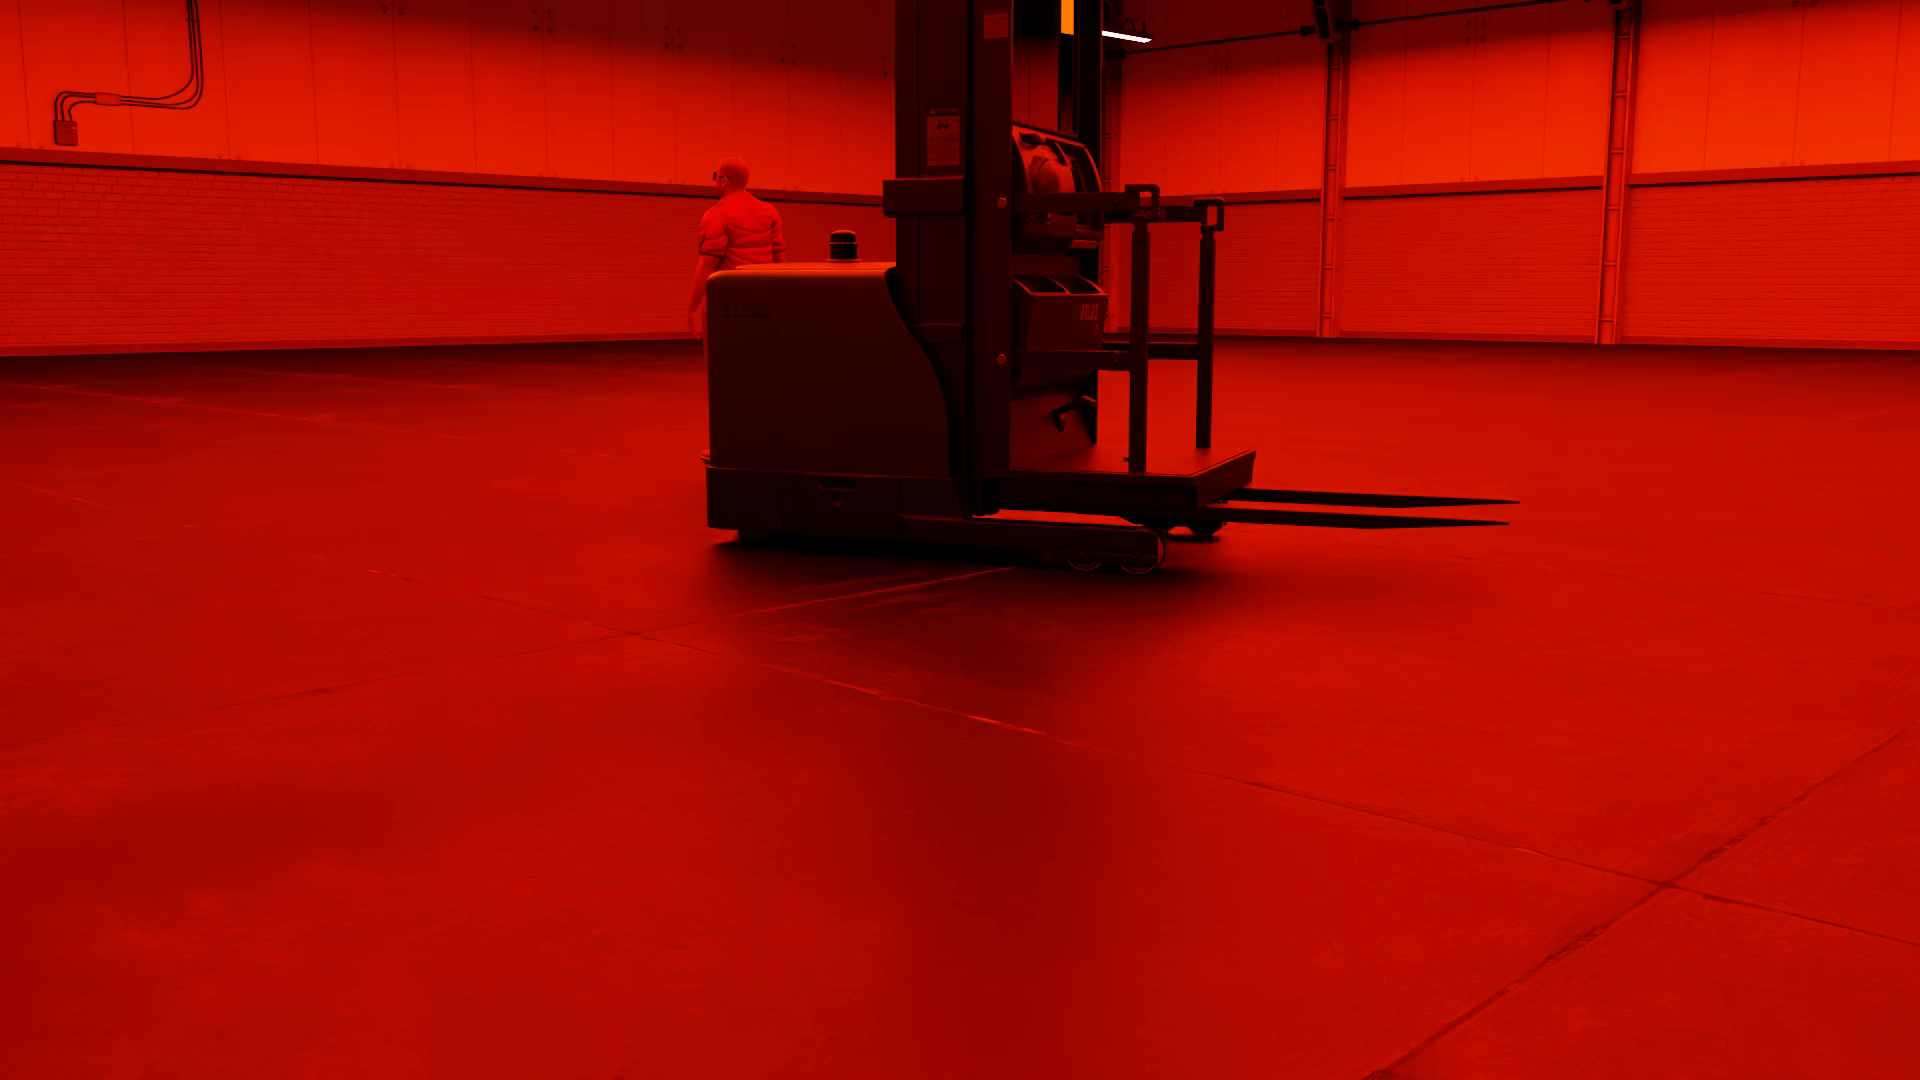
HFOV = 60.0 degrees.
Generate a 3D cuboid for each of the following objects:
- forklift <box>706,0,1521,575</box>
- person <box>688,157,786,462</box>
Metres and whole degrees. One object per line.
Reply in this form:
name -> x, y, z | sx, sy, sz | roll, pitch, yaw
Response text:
forklift -> 0.565, -1.416, 6.275 | 3.031, 2.935, 1.130 | 3, 9, 22
person -> -1.342, -1.314, 9.584 | 0.551, 1.727, 0.641 | 8, 12, 44
